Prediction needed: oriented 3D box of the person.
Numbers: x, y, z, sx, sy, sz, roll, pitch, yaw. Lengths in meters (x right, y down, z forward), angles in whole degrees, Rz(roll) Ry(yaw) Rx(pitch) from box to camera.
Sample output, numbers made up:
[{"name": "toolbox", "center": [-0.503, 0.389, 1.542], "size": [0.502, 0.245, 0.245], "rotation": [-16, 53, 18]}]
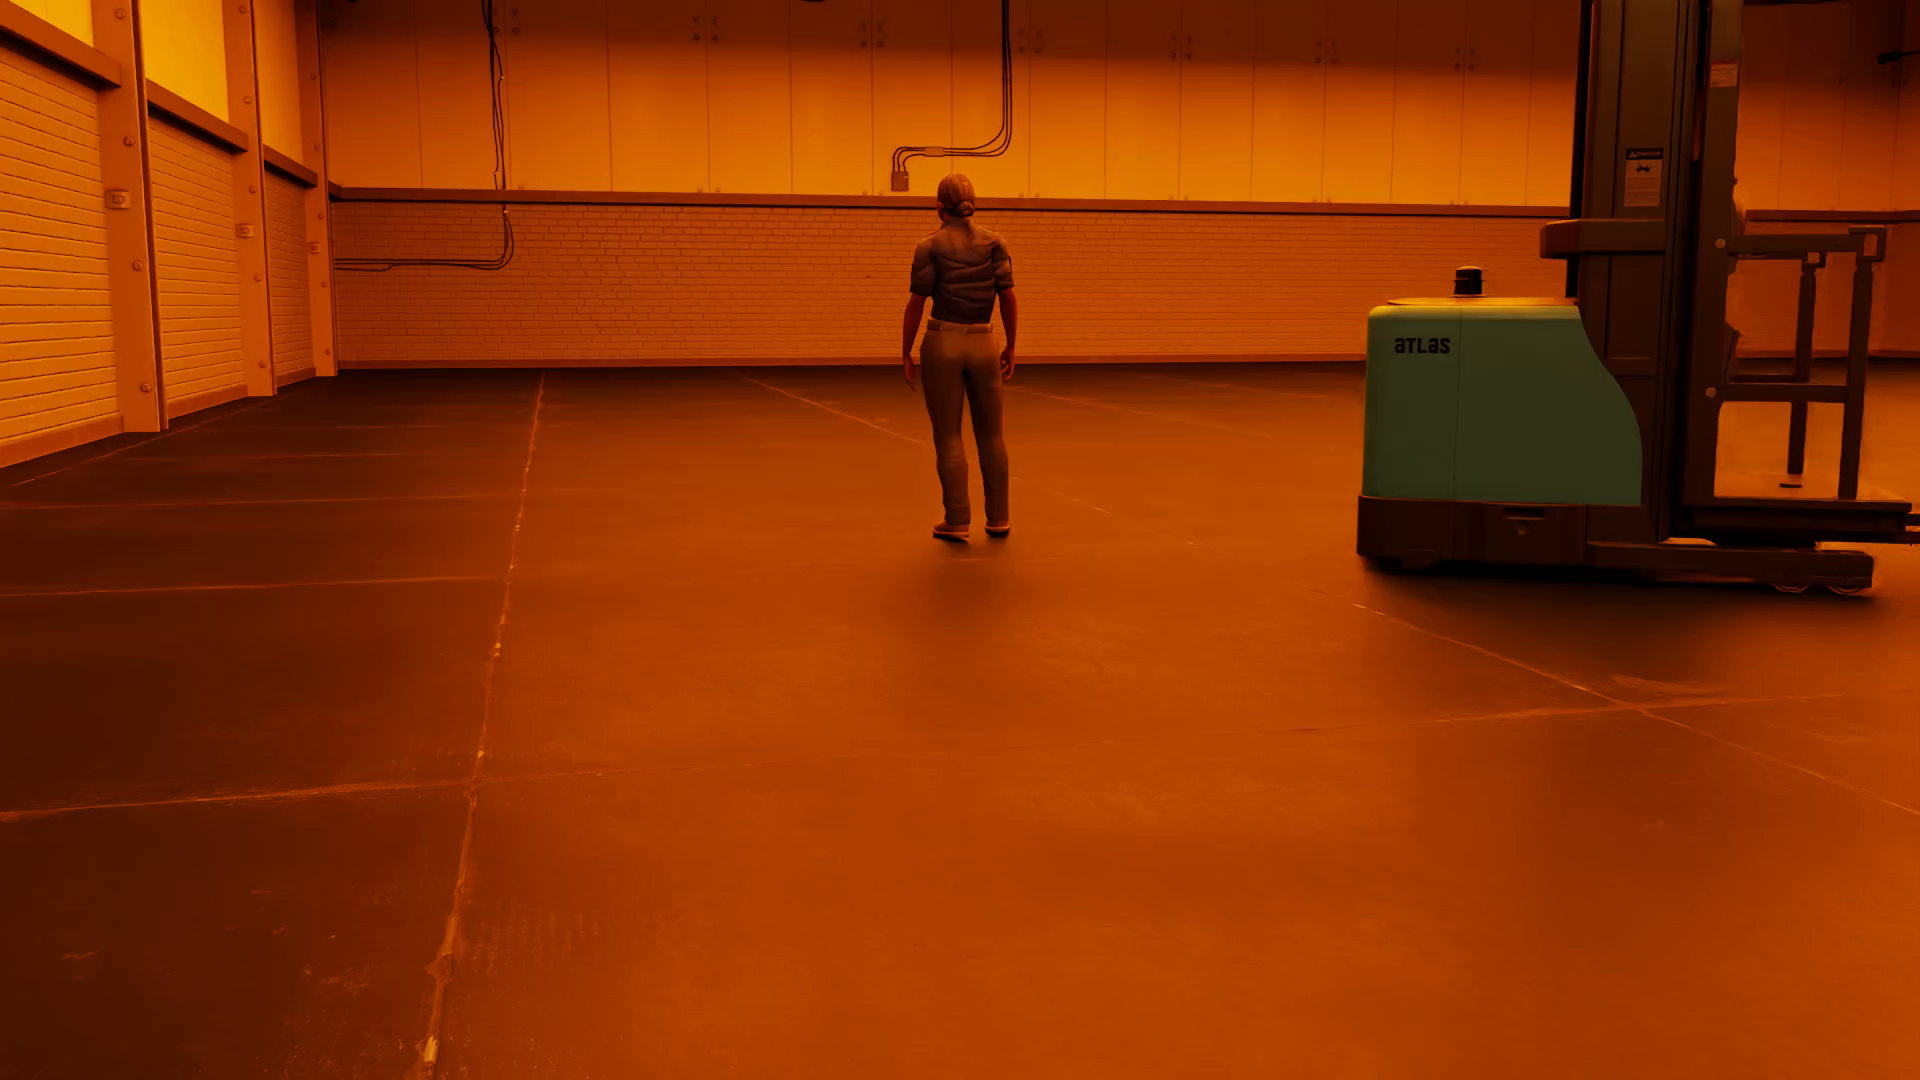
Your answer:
[{"name": "person", "center": [-0.002, -0.839, 7.681], "size": [0.570, 1.656, 0.503], "rotation": [-2, 8, -13]}]

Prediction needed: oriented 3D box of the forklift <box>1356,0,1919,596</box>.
[{"name": "forklift", "center": [3.197, -1.325, 6.600], "size": [3.031, 2.935, 1.130], "rotation": [2, 8, 16]}]
